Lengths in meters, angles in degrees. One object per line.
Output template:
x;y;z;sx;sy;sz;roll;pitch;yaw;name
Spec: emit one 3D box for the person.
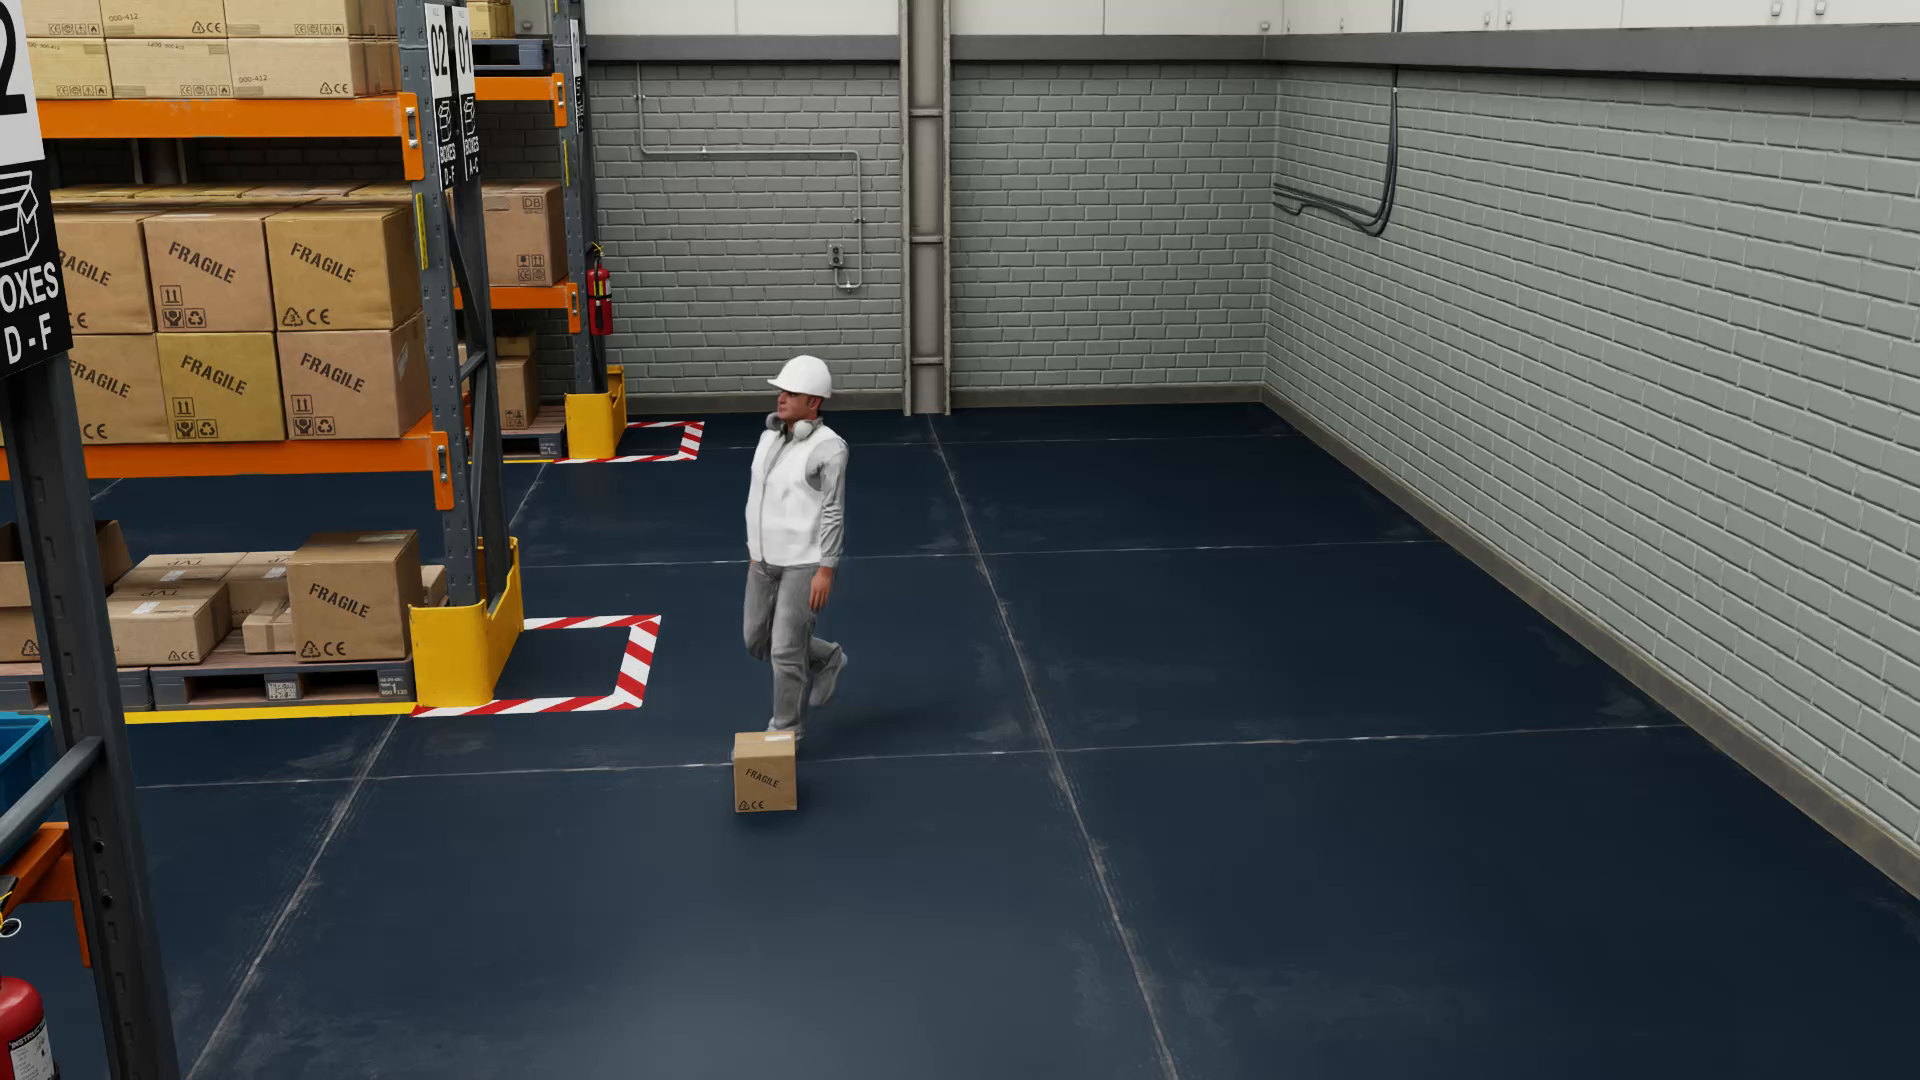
-0.720;0.066;7.266;0.733;1.758;0.554;-16;23;-42;person
